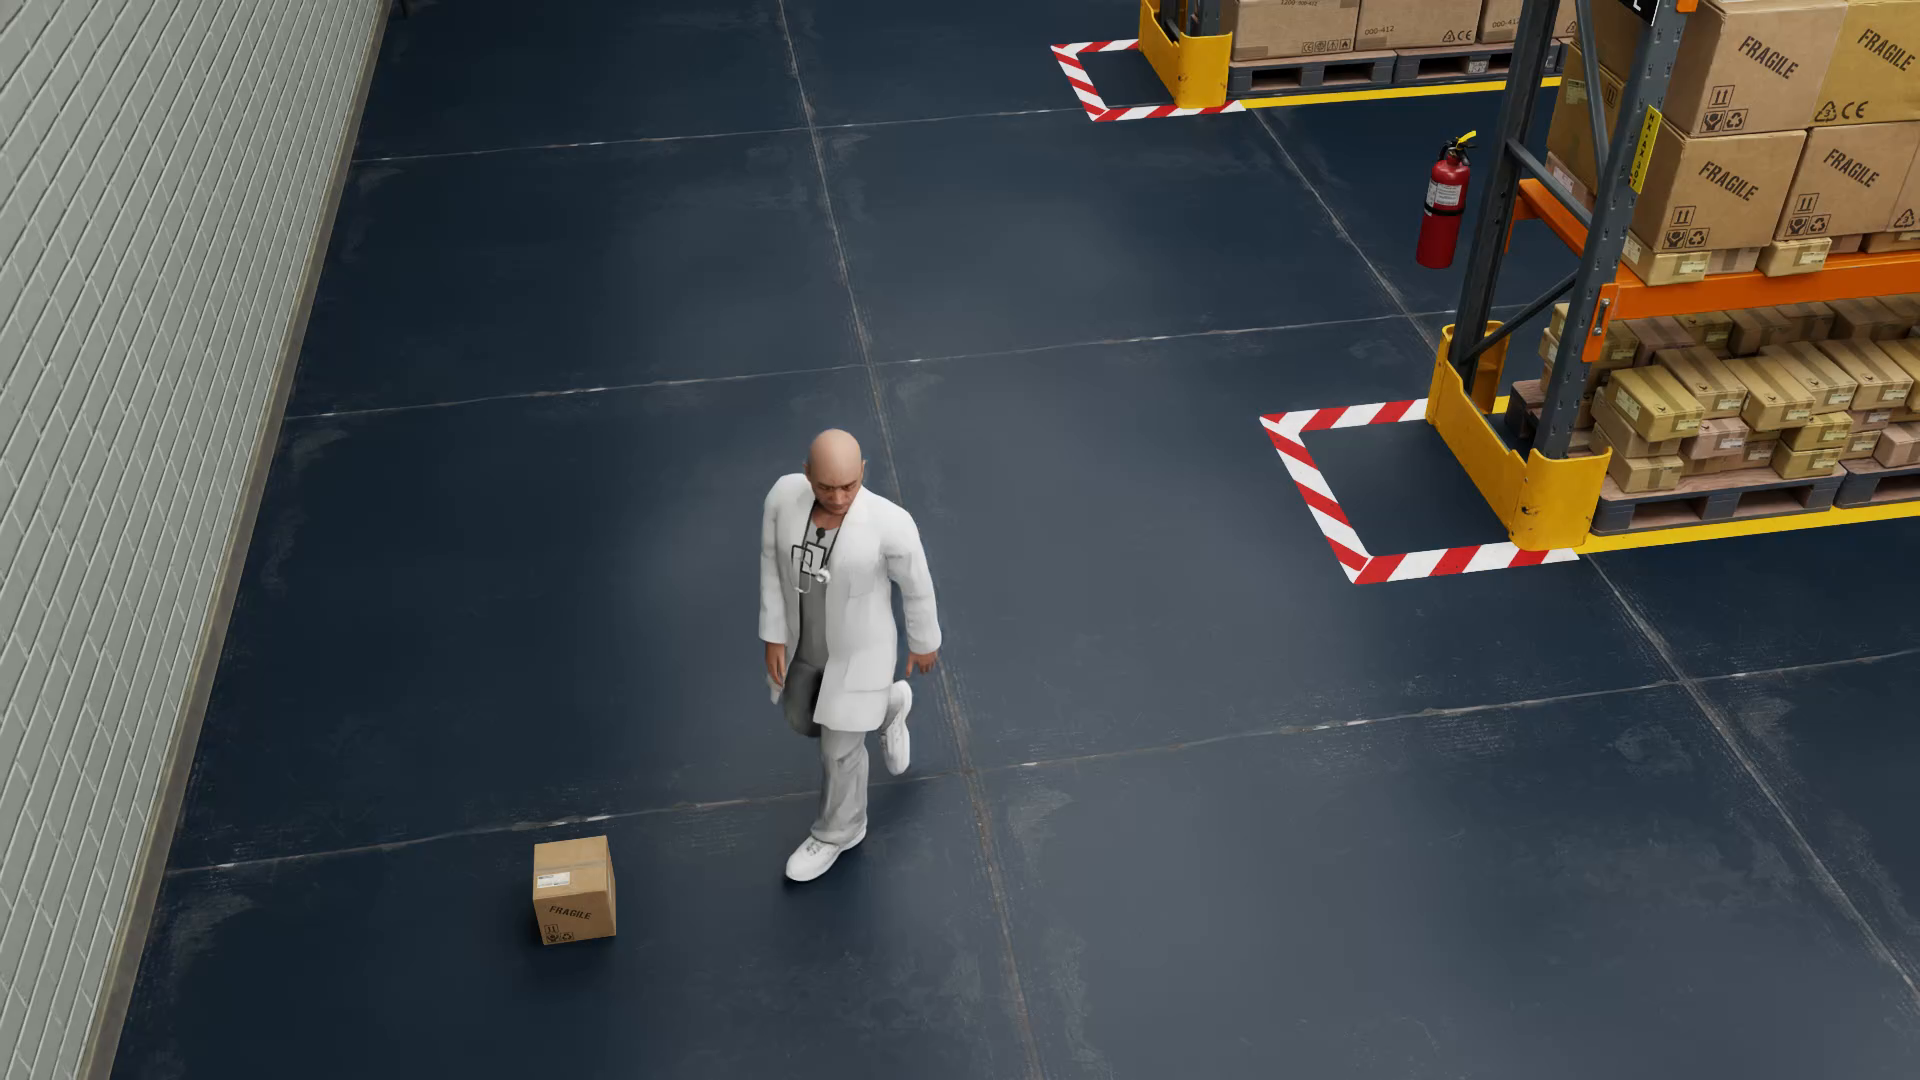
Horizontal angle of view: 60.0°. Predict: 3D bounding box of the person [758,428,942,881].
[{"bbox_3d":[-0.382,0.399,5.767,0.576,1.622,0.817,22,43,26],"label":"person"}]
